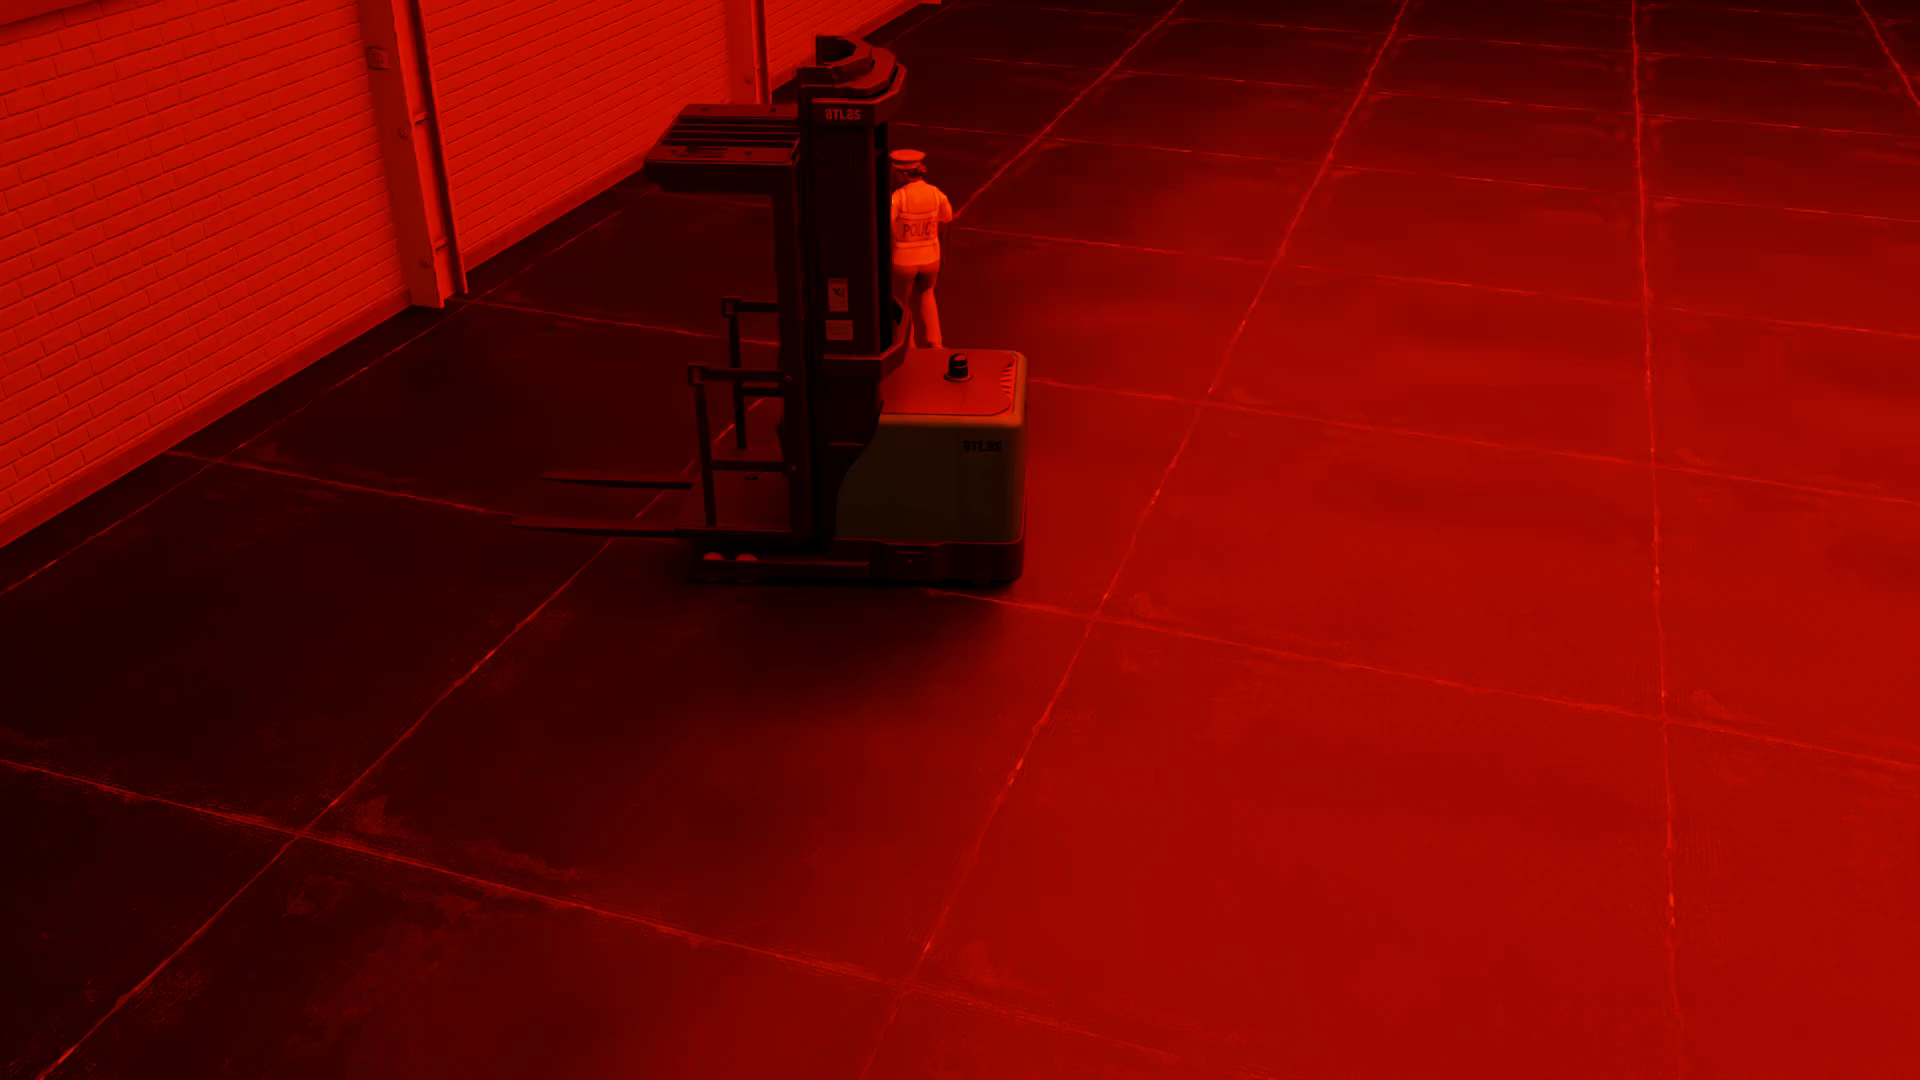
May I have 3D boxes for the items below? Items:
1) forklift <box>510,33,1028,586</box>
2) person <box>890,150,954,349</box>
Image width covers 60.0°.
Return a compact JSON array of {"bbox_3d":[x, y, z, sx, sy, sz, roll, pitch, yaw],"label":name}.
[{"bbox_3d":[-1.124,-1.283,9.388,3.031,2.935,1.130,2,30,3],"label":"forklift"},{"bbox_3d":[-0.395,-1.997,11.979,0.733,1.658,0.461,-11,31,-18],"label":"person"}]
